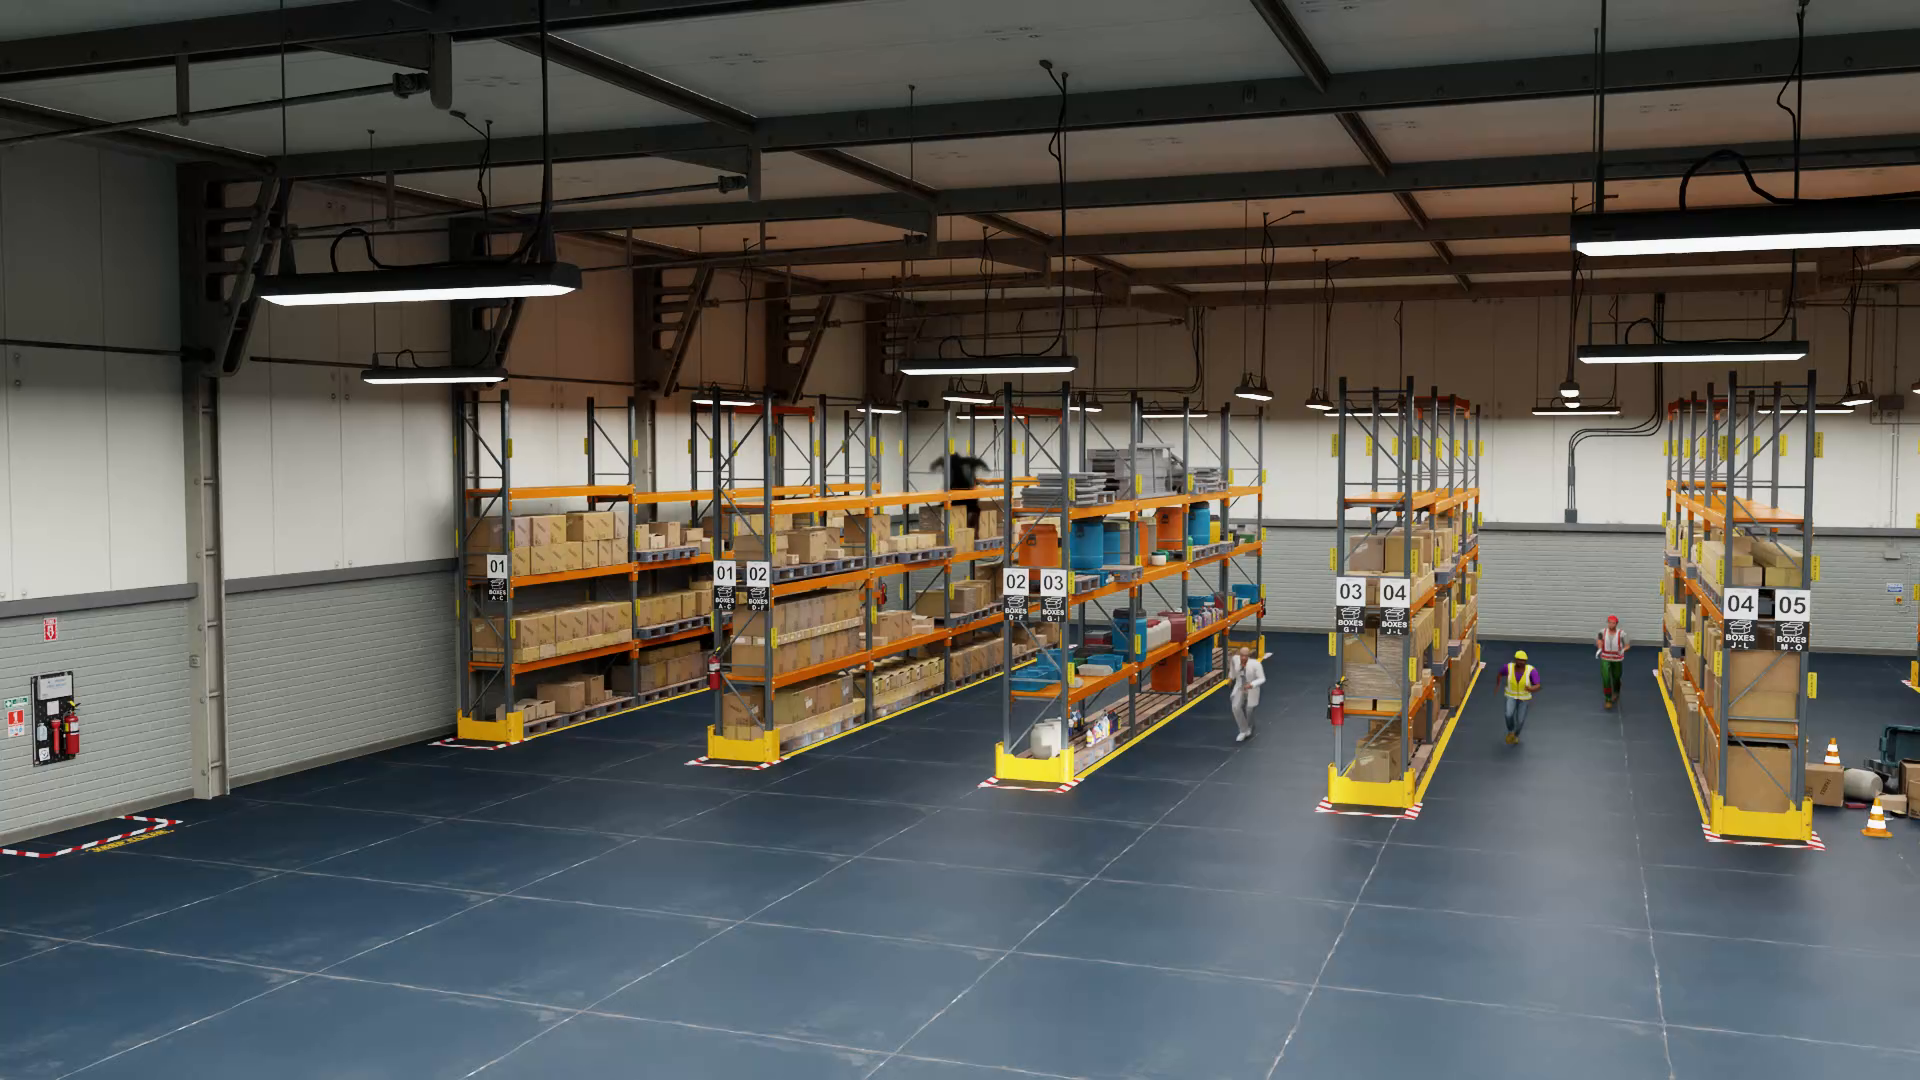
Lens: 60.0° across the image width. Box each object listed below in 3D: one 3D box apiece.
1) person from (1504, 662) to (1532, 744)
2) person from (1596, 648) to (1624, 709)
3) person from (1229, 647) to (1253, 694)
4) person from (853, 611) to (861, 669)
[{"bbox_3d":[9.369,2.742,27.940,0.456,1.401,0.763,1,3,14],"label":"person"},{"bbox_3d":[12.606,2.632,32.272,0.516,1.189,0.992,1,3,24],"label":"person"},{"bbox_3d":[4.857,2.232,28.382,0.695,0.857,0.716,1,3,23],"label":"person"},{"bbox_3d":[-2.212,2.149,35.582,0.575,1.450,0.730,0,3,7],"label":"person"}]
